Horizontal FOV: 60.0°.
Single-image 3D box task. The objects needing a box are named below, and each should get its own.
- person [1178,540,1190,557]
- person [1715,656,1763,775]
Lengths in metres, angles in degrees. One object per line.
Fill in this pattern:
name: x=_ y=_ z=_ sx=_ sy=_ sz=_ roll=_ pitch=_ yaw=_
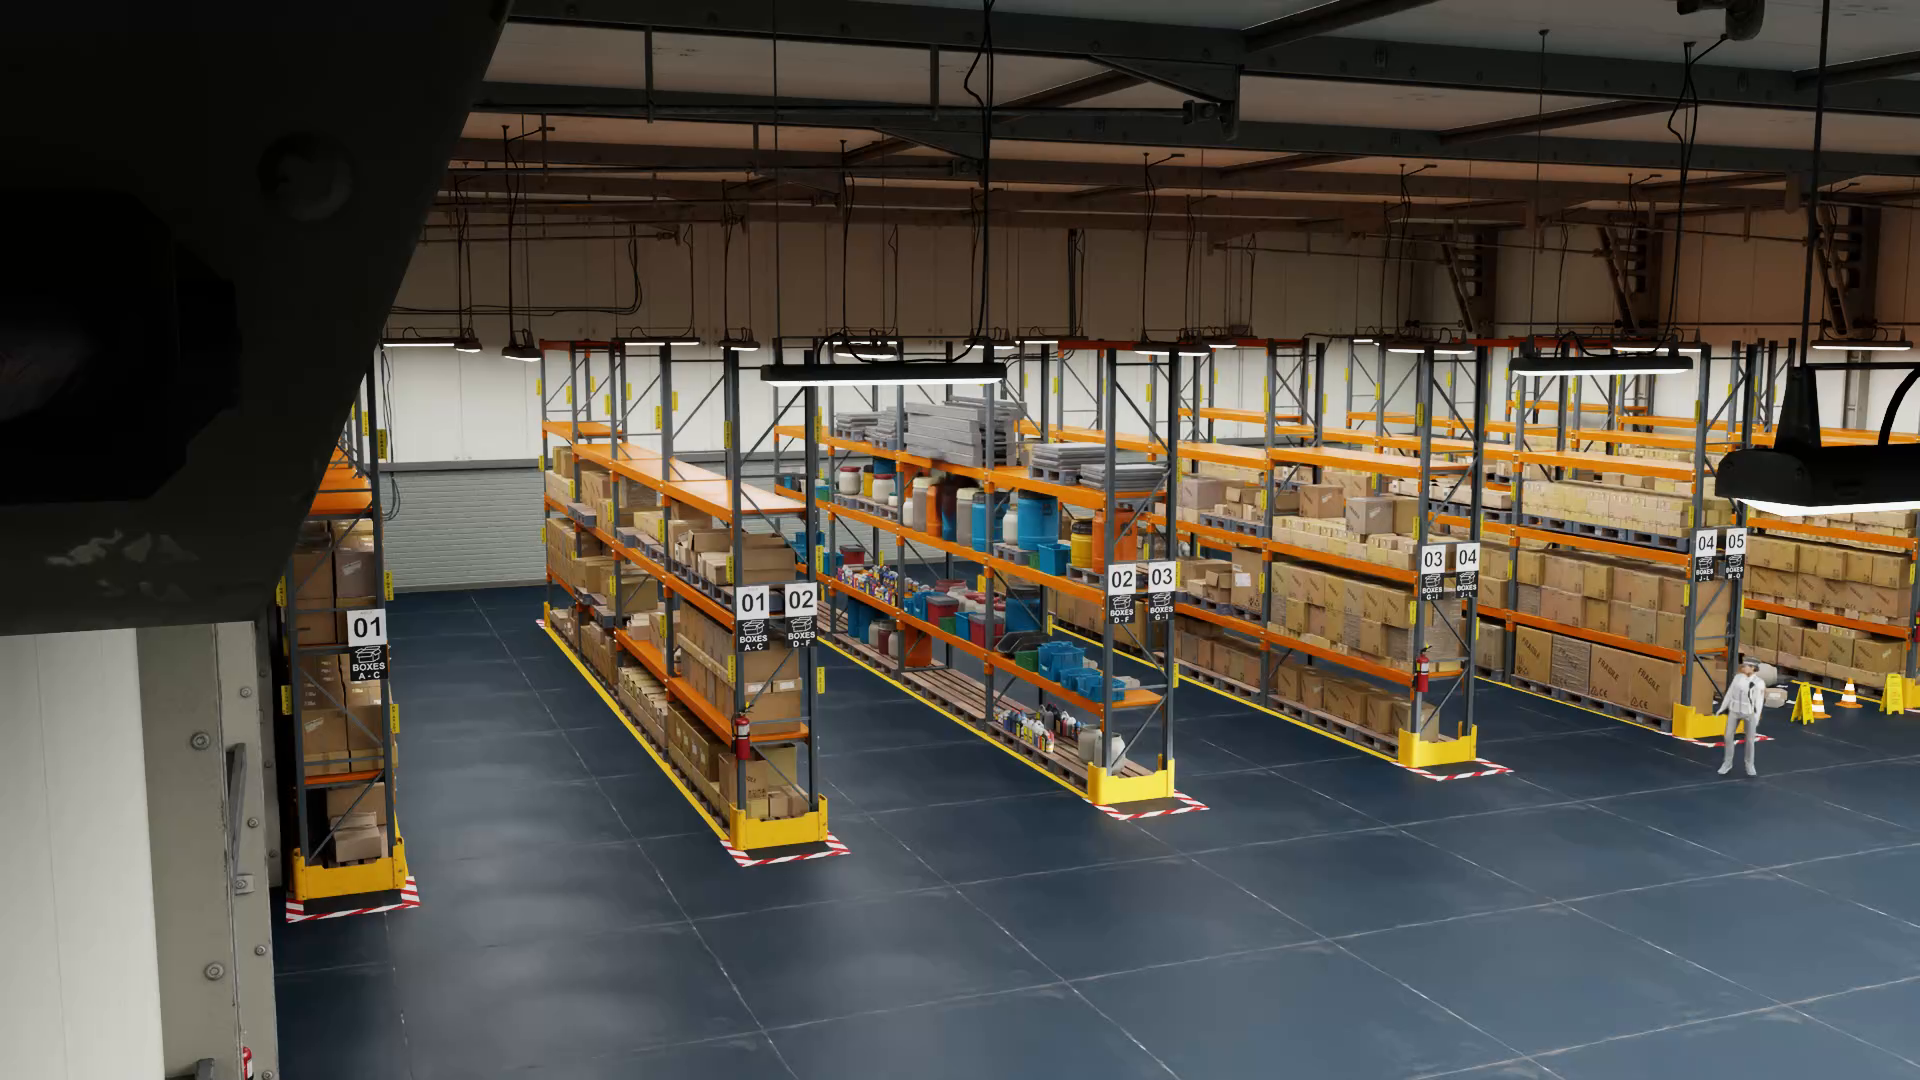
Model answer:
person: x=5.744 y=-0.006 z=41.948 sx=0.832 sy=1.746 sz=0.611 roll=-3 pitch=8 yaw=-22
person: x=10.949 y=2.470 z=23.395 sx=0.600 sy=1.722 sz=0.404 roll=6 pitch=9 yaw=38
